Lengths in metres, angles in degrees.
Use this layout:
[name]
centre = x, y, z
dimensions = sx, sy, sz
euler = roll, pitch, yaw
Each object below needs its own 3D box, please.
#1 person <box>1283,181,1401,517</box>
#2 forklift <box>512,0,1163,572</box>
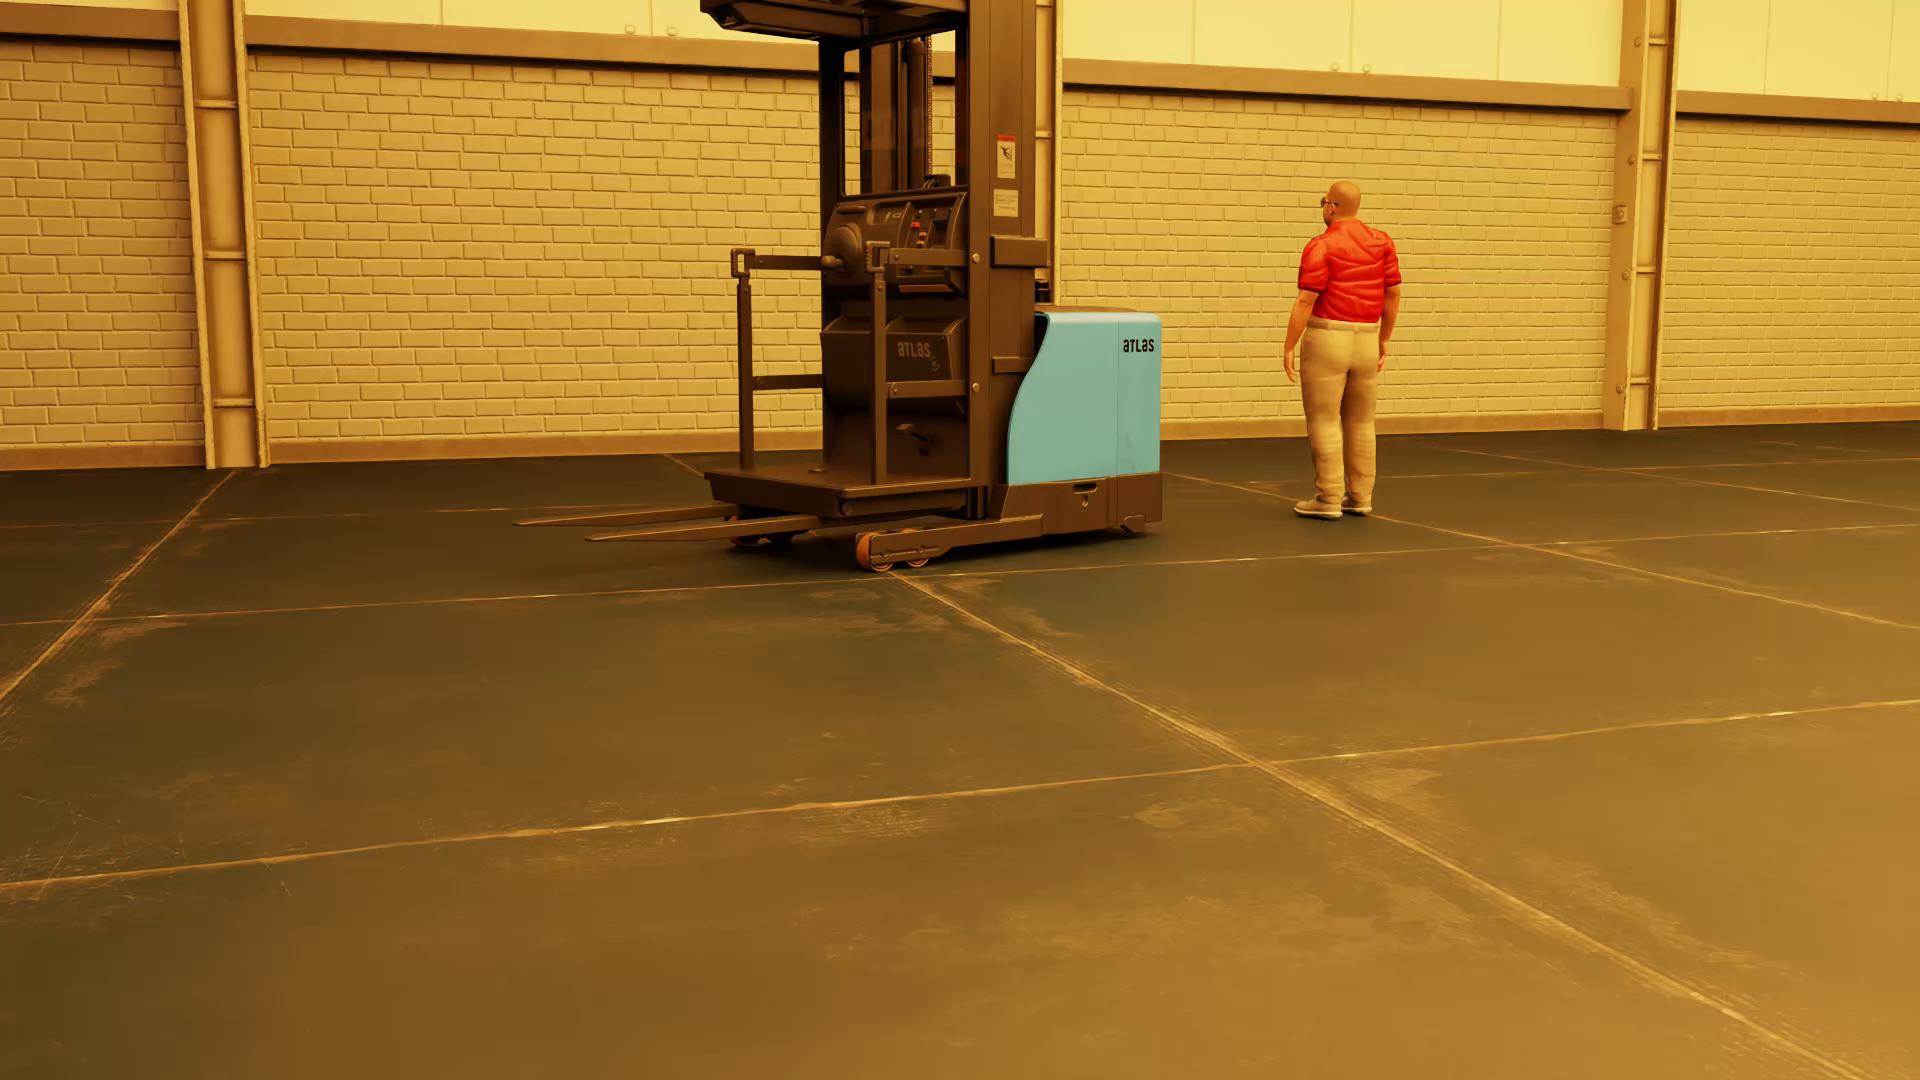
[person]
centre = 1.942, -0.984, 8.693
dimensions = 0.642, 1.727, 0.551
euler = -3, 8, -19
[forklift]
centre = -0.461, -1.399, 7.333
dimensions = 3.031, 2.935, 1.130
euler = -7, 10, -40
